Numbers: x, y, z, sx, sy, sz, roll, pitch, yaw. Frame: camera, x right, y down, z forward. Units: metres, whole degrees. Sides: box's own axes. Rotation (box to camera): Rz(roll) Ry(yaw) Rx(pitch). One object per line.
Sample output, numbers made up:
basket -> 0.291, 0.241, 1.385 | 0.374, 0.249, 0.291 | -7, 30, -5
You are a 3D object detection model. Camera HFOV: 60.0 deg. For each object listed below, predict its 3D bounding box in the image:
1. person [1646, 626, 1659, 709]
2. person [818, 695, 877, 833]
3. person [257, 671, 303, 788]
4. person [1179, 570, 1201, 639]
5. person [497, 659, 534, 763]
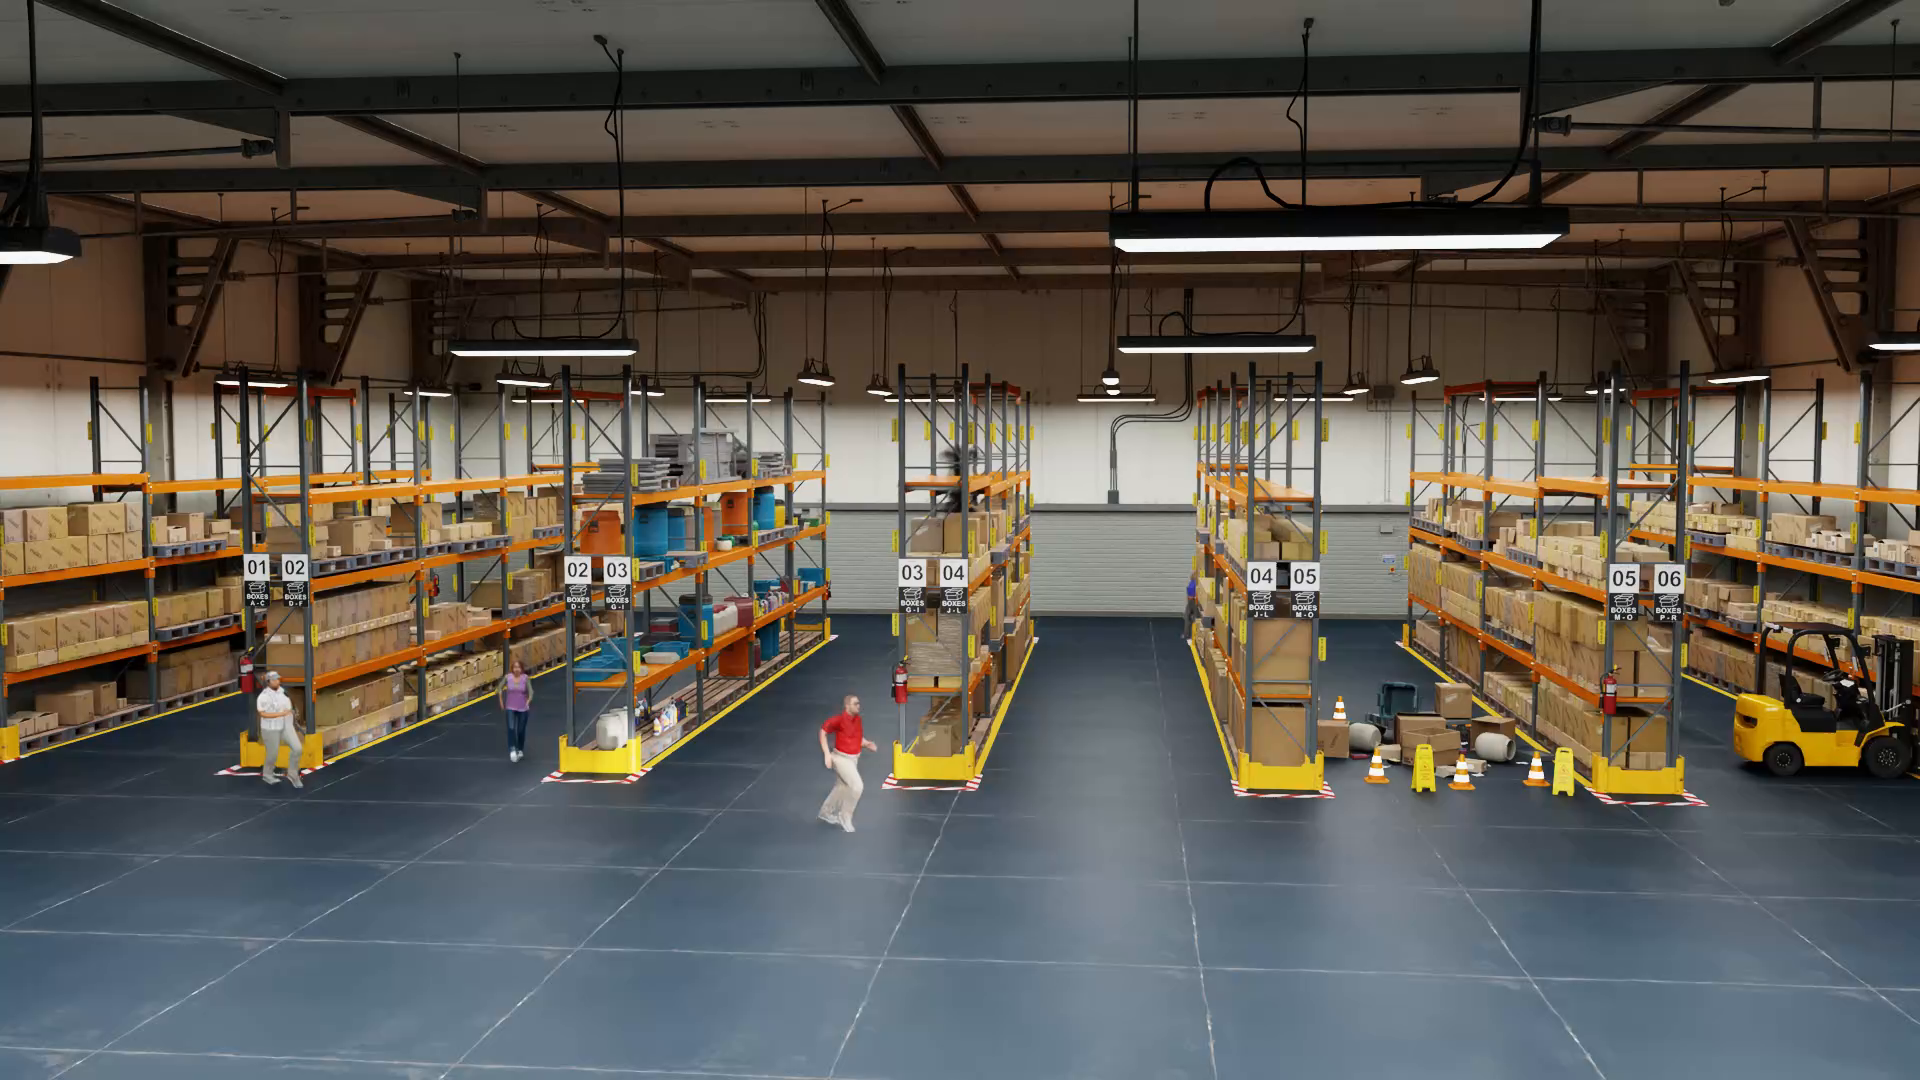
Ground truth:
person -> 12.330, 2.277, 30.053 | 0.547, 1.564, 0.603 | 0, 4, 2
person -> -1.452, 2.826, 20.993 | 0.857, 1.751, 0.602 | 2, 4, 27
person -> -9.655, 2.647, 23.421 | 0.675, 1.625, 0.582 | 3, 4, 35
person -> 5.744, 1.573, 40.693 | 0.890, 1.664, 0.593 | -2, 4, -28
person -> -6.743, 2.600, 25.269 | 0.529, 1.557, 0.753 | -1, 4, -18
